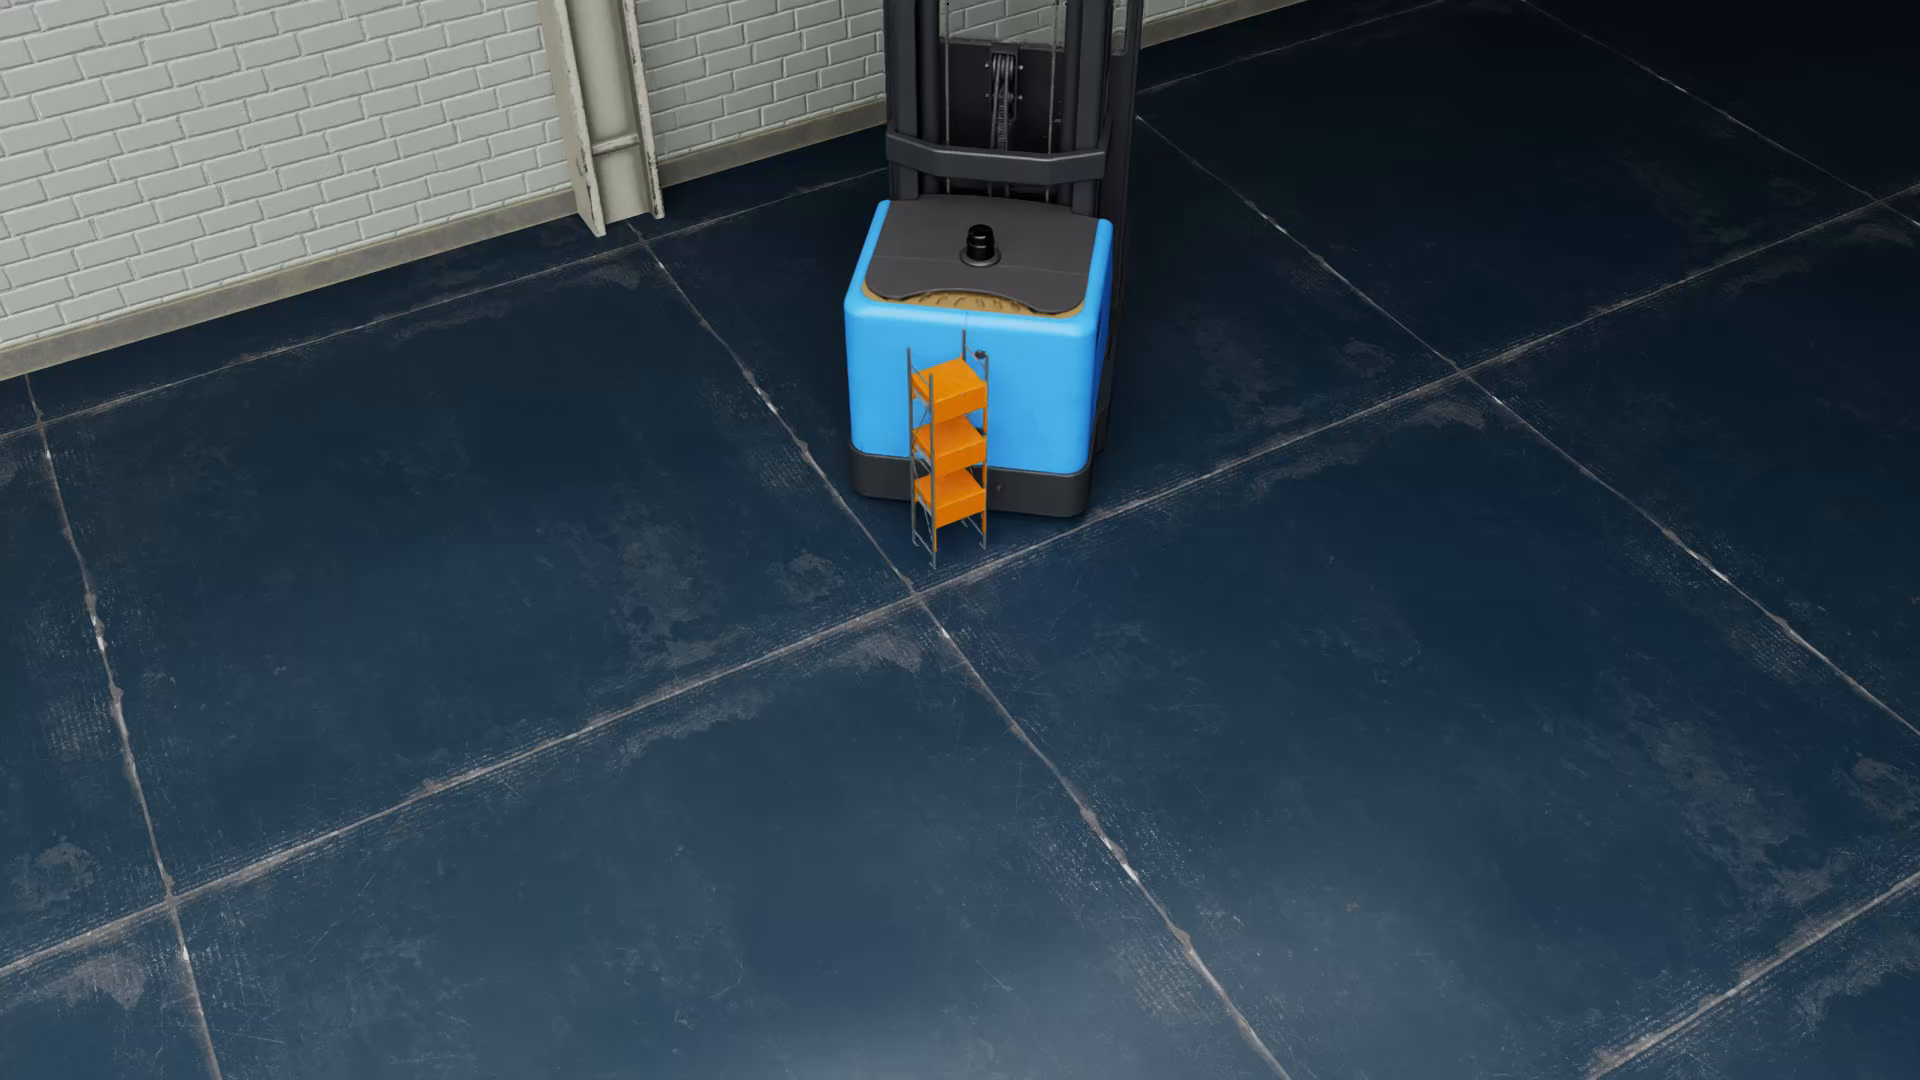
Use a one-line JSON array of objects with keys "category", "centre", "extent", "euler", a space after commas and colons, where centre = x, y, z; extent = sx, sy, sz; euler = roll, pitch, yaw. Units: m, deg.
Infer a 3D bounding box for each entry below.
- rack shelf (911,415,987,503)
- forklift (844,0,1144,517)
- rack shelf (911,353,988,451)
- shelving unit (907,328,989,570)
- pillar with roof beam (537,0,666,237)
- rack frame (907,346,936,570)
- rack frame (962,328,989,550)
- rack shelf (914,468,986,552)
[{"category": "rack shelf", "centre": [-0.048, -0.345, 6.797], "extent": [0.240, 0.259, 0.215], "euler": [-21, 48, -20]}, {"category": "forklift", "centre": [0.258, -2.185, 7.326], "extent": [1.130, 2.935, 3.031], "euler": [6, 44, 6]}, {"category": "rack shelf", "centre": [-0.048, -0.549, 6.599], "extent": [0.240, 0.259, 0.215], "euler": [-21, 48, -20]}, {"category": "shelving unit", "centre": [-0.048, -0.353, 6.789], "extent": [0.252, 1.050, 0.215], "euler": [-21, 48, -20]}, {"category": "pillar with roof beam", "centre": [0.308, -2.401, 3.192], "extent": [0.400, 9.000, 9.100], "euler": [-22, 48, -21]}, {"category": "rack frame", "centre": [-0.154, -0.312, 6.747], "extent": [0.008, 1.050, 0.200], "euler": [-21, 48, -20]}, {"category": "rack frame", "centre": [0.059, -0.394, 6.832], "extent": [0.008, 1.050, 0.200], "euler": [-21, 48, -20]}, {"category": "rack shelf", "centre": [-0.048, -0.146, 6.990], "extent": [0.240, 0.259, 0.215], "euler": [-21, 48, -20]}]
